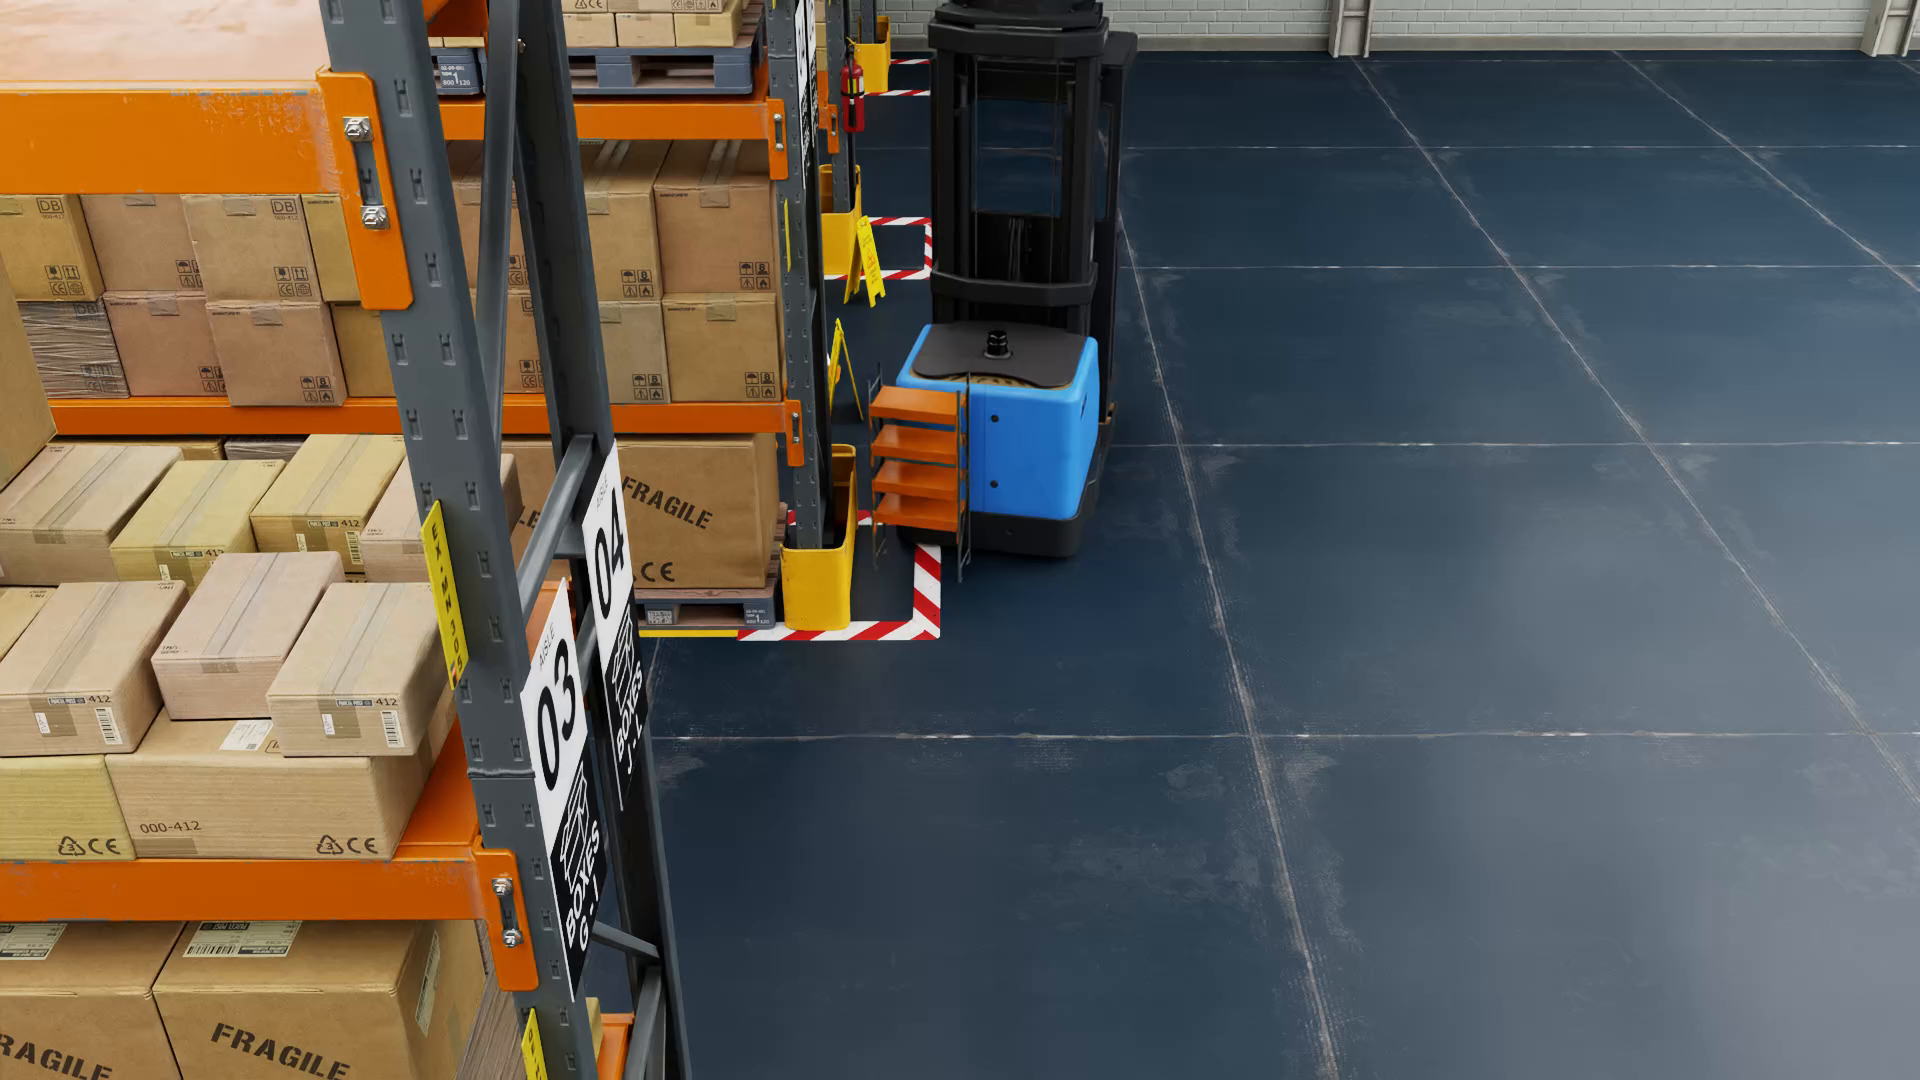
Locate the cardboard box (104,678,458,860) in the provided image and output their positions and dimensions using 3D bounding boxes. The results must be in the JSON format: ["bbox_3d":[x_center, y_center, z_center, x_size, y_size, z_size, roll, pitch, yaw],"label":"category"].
[{"bbox_3d":[-1.343,0.385,3.365,0.500,0.250,0.500,1,31,1],"label":"cardboard box"}]

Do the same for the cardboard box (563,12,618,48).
[{"bbox_3d":[-1.631,-2.322,7.423,0.250,0.149,0.380,0,31,0],"label":"cardboard box"}]

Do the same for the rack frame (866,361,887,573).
[{"bbox_3d":[-0.455,-0.387,9.114,0.015,1.200,0.240,7,33,11],"label":"rack frame"}]

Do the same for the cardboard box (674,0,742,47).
[{"bbox_3d":[-1.122,-2.323,7.426,0.250,0.149,0.380,0,31,0],"label":"cardboard box"}]

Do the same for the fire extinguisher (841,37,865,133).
[{"bbox_3d":[-0.805,-3.398,12.423,0.183,0.674,0.296,0,31,0],"label":"fire extinguisher"}]

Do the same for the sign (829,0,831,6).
[{"bbox_3d":[-0.939,-4.012,11.940,0.005,0.325,0.100,0,31,0],"label":"sign"}]

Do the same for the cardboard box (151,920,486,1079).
[{"bbox_3d":[-1.411,1.003,3.748,0.500,0.500,0.500,0,31,0],"label":"cardboard box"}]

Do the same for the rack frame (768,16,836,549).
[{"bbox_3d":[-0.791,-1.103,8.565,0.127,3.000,1.000,0,31,0],"label":"rack frame"}]

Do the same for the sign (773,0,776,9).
[{"bbox_3d":[-0.802,-2.449,7.114,0.005,0.325,0.100,0,31,0],"label":"sign"}]

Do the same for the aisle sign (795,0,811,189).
[{"bbox_3d":[-0.719,-2.059,7.635,0.004,0.787,0.394,0,31,0],"label":"aisle sign"}]

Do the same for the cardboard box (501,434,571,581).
[{"bbox_3d":[-2.349,-0.334,8.941,0.875,0.875,0.875,-1,31,-1],"label":"cardboard box"}]

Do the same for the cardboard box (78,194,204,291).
[{"bbox_3d":[-3.873,-1.662,8.300,0.550,0.550,0.875,0,31,0],"label":"cardboard box"}]

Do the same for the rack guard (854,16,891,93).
[{"bbox_3d":[-0.932,-5.176,17.689,0.348,0.500,1.175,0,31,0],"label":"rack guard"}]

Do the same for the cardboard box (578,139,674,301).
[{"bbox_3d":[-1.712,-1.598,8.196,0.550,0.550,0.875,0,31,0],"label":"cardboard box"}]

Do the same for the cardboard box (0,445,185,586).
[{"bbox_3d":[-1.924,-0.058,3.712,0.250,0.149,0.380,1,31,2],"label":"cardboard box"}]

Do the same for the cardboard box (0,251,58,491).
[{"bbox_3d":[-2.349,-0.331,3.537,0.500,0.500,0.500,0,31,0],"label":"cardboard box"}]

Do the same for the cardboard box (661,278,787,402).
[{"bbox_3d":[-1.162,-1.142,8.486,0.550,0.550,0.875,0,31,0],"label":"cardboard box"}]

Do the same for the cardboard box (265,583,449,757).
[{"bbox_3d":[-1.138,0.244,3.213,0.250,0.149,0.380,0,31,0],"label":"cardboard box"}]

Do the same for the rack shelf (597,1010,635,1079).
[{"bbox_3d":[-2.863,1.784,4.501,4.000,0.370,1.077,0,31,0],"label":"rack shelf"}]

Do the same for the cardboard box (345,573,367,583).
[{"bbox_3d":[-1.346,0.119,3.804,0.500,0.250,0.500,1,31,1],"label":"cardboard box"}]

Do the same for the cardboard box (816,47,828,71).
[{"bbox_3d":[-1.424,-5.084,17.372,0.500,0.250,0.500,0,31,0],"label":"cardboard box"}]

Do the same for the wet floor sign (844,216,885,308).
[{"bbox_3d":[-0.726,-2.109,12.494,0.232,0.644,0.267,10,33,17],"label":"wet floor sign"}]

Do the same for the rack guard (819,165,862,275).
[{"bbox_3d":[-0.998,-2.601,13.445,0.348,0.500,1.175,0,31,0],"label":"rack guard"}]

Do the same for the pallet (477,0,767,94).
[{"bbox_3d":[-1.533,-2.340,7.797,1.213,0.211,1.003,0,31,0],"label":"pallet"}]

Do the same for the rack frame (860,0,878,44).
[{"bbox_3d":[-0.956,-6.245,17.040,0.127,3.000,1.000,0,31,0],"label":"rack frame"}]

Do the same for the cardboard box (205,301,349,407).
[{"bbox_3d":[-3.332,-1.116,8.442,0.550,0.550,0.875,0,31,0],"label":"cardboard box"}]

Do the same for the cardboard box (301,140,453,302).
[{"bbox_3d":[-2.802,-1.598,8.195,0.500,0.550,0.875,0,31,0],"label":"cardboard box"}]

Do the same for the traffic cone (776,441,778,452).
[{"bbox_3d":[-1.331,-0.753,10.435,0.334,0.463,0.336,0,31,0],"label":"traffic cone"}]

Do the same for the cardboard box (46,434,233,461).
[{"bbox_3d":[-4.162,-0.327,8.930,0.875,0.875,0.875,0,31,0],"label":"cardboard box"}]

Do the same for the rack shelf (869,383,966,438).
[{"bbox_3d":[-0.219,-0.689,8.856,0.480,0.148,0.258,7,33,11],"label":"rack shelf"}]

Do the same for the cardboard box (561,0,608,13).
[{"bbox_3d":[-1.779,-2.523,7.371,0.500,0.250,0.500,0,31,0],"label":"cardboard box"}]

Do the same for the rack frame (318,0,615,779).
[{"bbox_3d":[-0.863,-1.095,2.768,0.127,3.000,1.000,0,31,0],"label":"rack frame"}]

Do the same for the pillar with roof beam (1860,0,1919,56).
[{"bbox_3d":[10.368,-7.080,12.632,0.400,9.000,9.100,0,31,0],"label":"pillar with roof beam"}]

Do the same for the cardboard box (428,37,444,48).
[{"bbox_3d":[-2.392,-2.320,7.420,0.250,0.149,0.380,0,31,0],"label":"cardboard box"}]

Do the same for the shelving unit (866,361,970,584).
[{"bbox_3d":[-0.217,-0.357,9.066,0.503,1.200,0.258,7,33,11],"label":"shelving unit"}]

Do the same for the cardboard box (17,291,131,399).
[{"bbox_3d":[-4.423,-1.162,8.518,0.550,0.550,0.875,0,31,0],"label":"cardboard box"}]

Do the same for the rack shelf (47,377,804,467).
[{"bbox_3d":[-2.791,-0.789,8.742,4.000,0.370,1.077,0,31,0],"label":"rack shelf"}]

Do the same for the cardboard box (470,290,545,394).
[{"bbox_3d":[-2.273,-1.193,8.569,0.550,0.550,0.875,0,31,0],"label":"cardboard box"}]

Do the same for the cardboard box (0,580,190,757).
[{"bbox_3d":[-1.672,0.242,3.217,0.250,0.149,0.380,-1,31,-2],"label":"cardboard box"}]

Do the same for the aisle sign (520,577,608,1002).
[{"bbox_3d":[-0.799,0.514,3.394,0.004,0.787,0.394,0,31,0],"label":"aisle sign"}]

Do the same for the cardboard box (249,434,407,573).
[{"bbox_3d":[-1.399,-0.087,3.759,0.250,0.149,0.380,0,31,1],"label":"cardboard box"}]

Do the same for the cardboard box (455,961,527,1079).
[{"bbox_3d":[-1.413,1.288,4.242,0.500,0.500,0.875,0,31,0],"label":"cardboard box"}]

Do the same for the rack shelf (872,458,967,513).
[{"bbox_3d":[-0.217,-0.301,9.102,0.480,0.148,0.258,7,33,11],"label":"rack shelf"}]

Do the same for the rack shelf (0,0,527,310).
[{"bbox_3d":[-2.863,-0.779,2.945,4.000,0.370,1.077,0,31,0],"label":"rack shelf"}]

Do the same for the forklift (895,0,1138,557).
[{"bbox_3d":[0.421,-1.907,9.957,1.130,2.935,3.031,6,32,9],"label":"forklift"}]
